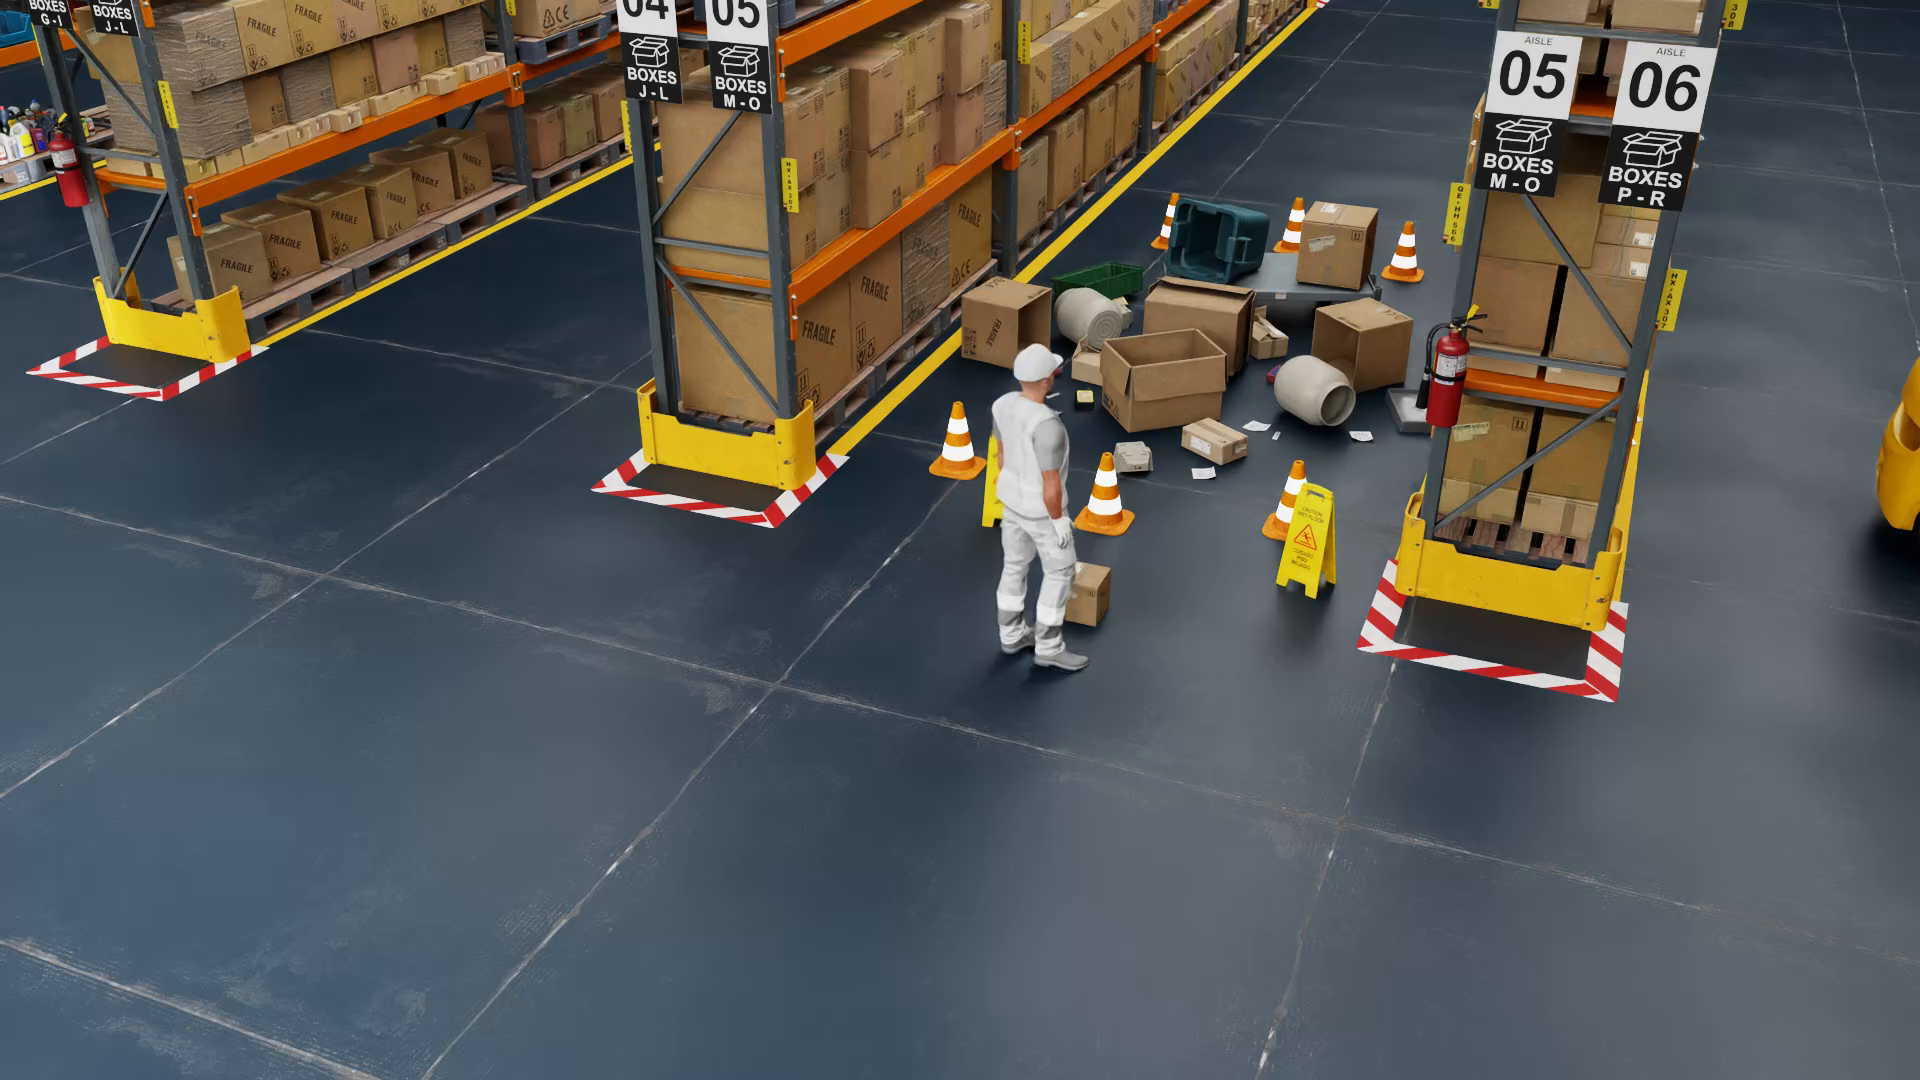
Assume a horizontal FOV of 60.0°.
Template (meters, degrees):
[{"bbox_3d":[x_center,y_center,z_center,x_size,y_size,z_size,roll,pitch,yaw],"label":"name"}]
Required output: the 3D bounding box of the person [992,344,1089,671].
[{"bbox_3d":[0.398,-0.171,8.679,0.338,1.800,0.608,-20,35,-31],"label":"person"}]
